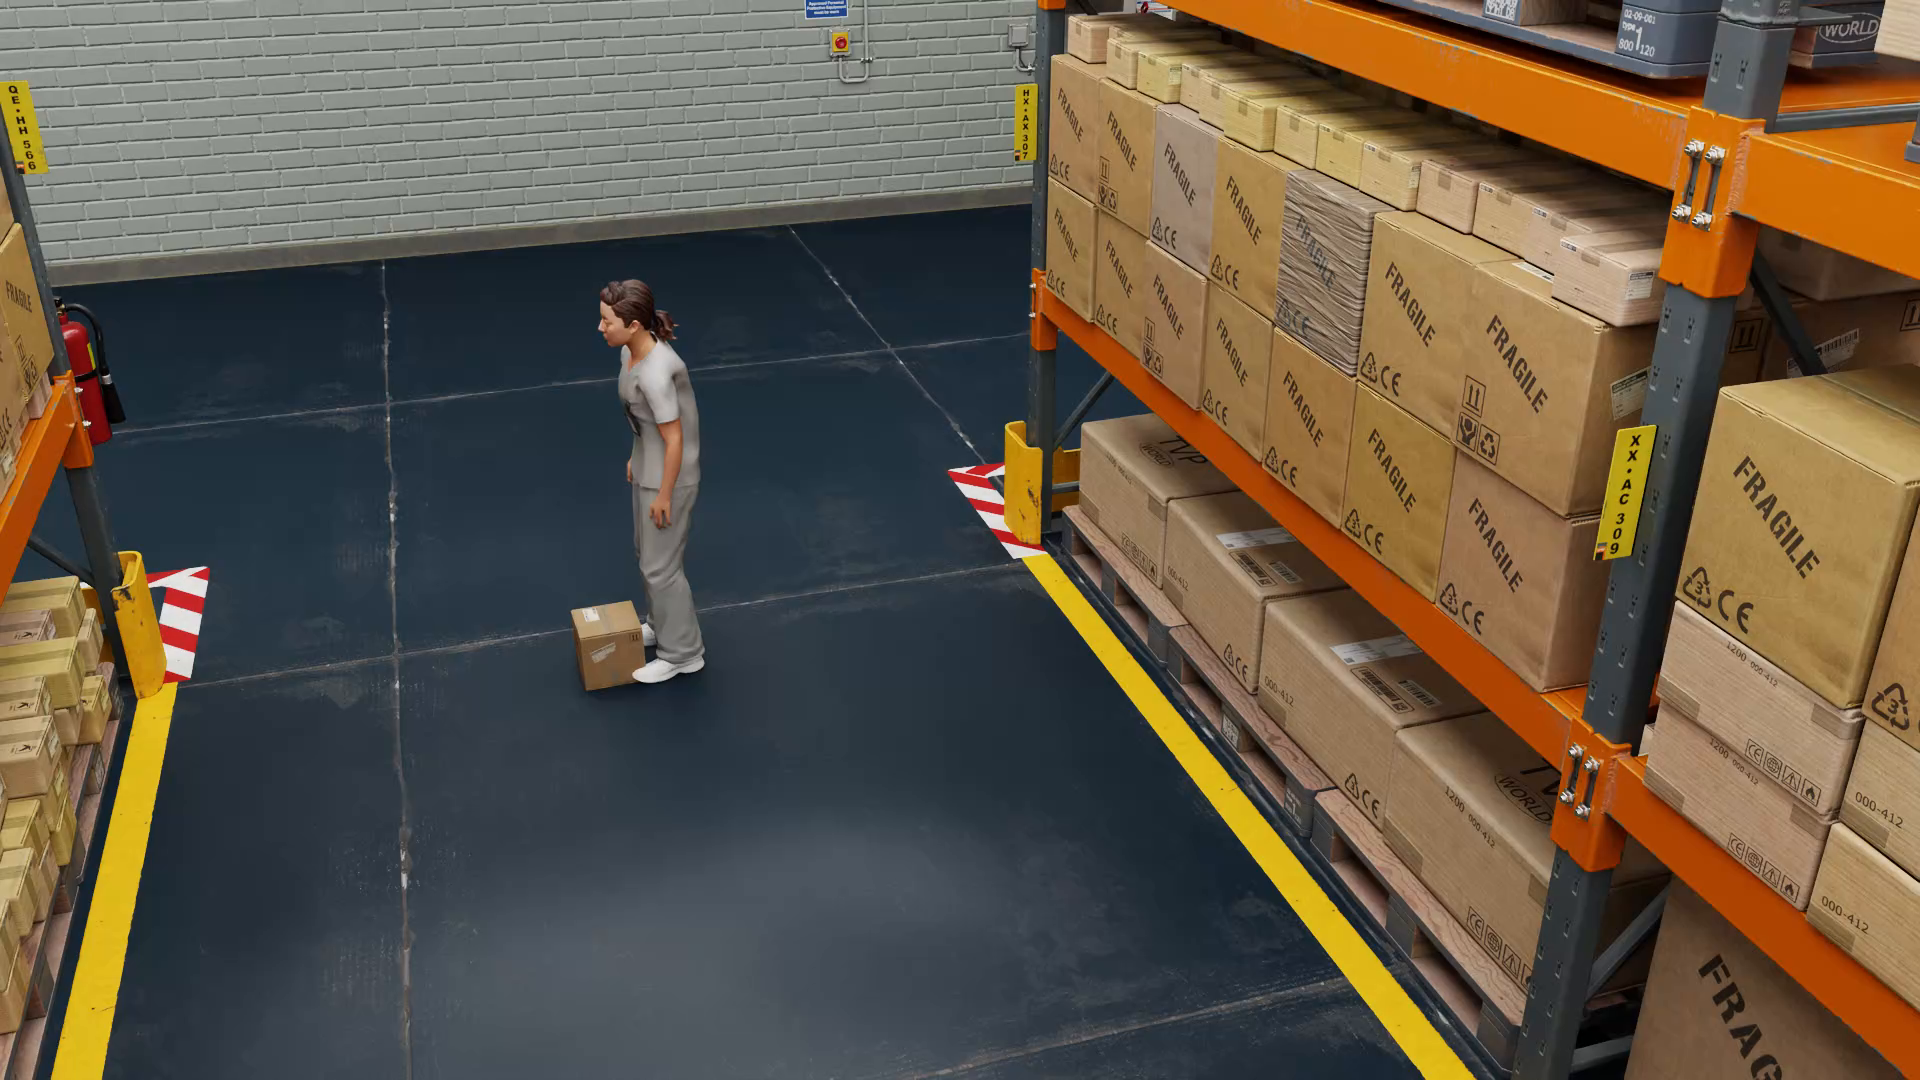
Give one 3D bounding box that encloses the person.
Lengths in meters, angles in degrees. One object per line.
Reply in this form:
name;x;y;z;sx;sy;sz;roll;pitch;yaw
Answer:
person;-1.214;-0.240;6.600;0.365;1.672;0.514;-10;28;-19
